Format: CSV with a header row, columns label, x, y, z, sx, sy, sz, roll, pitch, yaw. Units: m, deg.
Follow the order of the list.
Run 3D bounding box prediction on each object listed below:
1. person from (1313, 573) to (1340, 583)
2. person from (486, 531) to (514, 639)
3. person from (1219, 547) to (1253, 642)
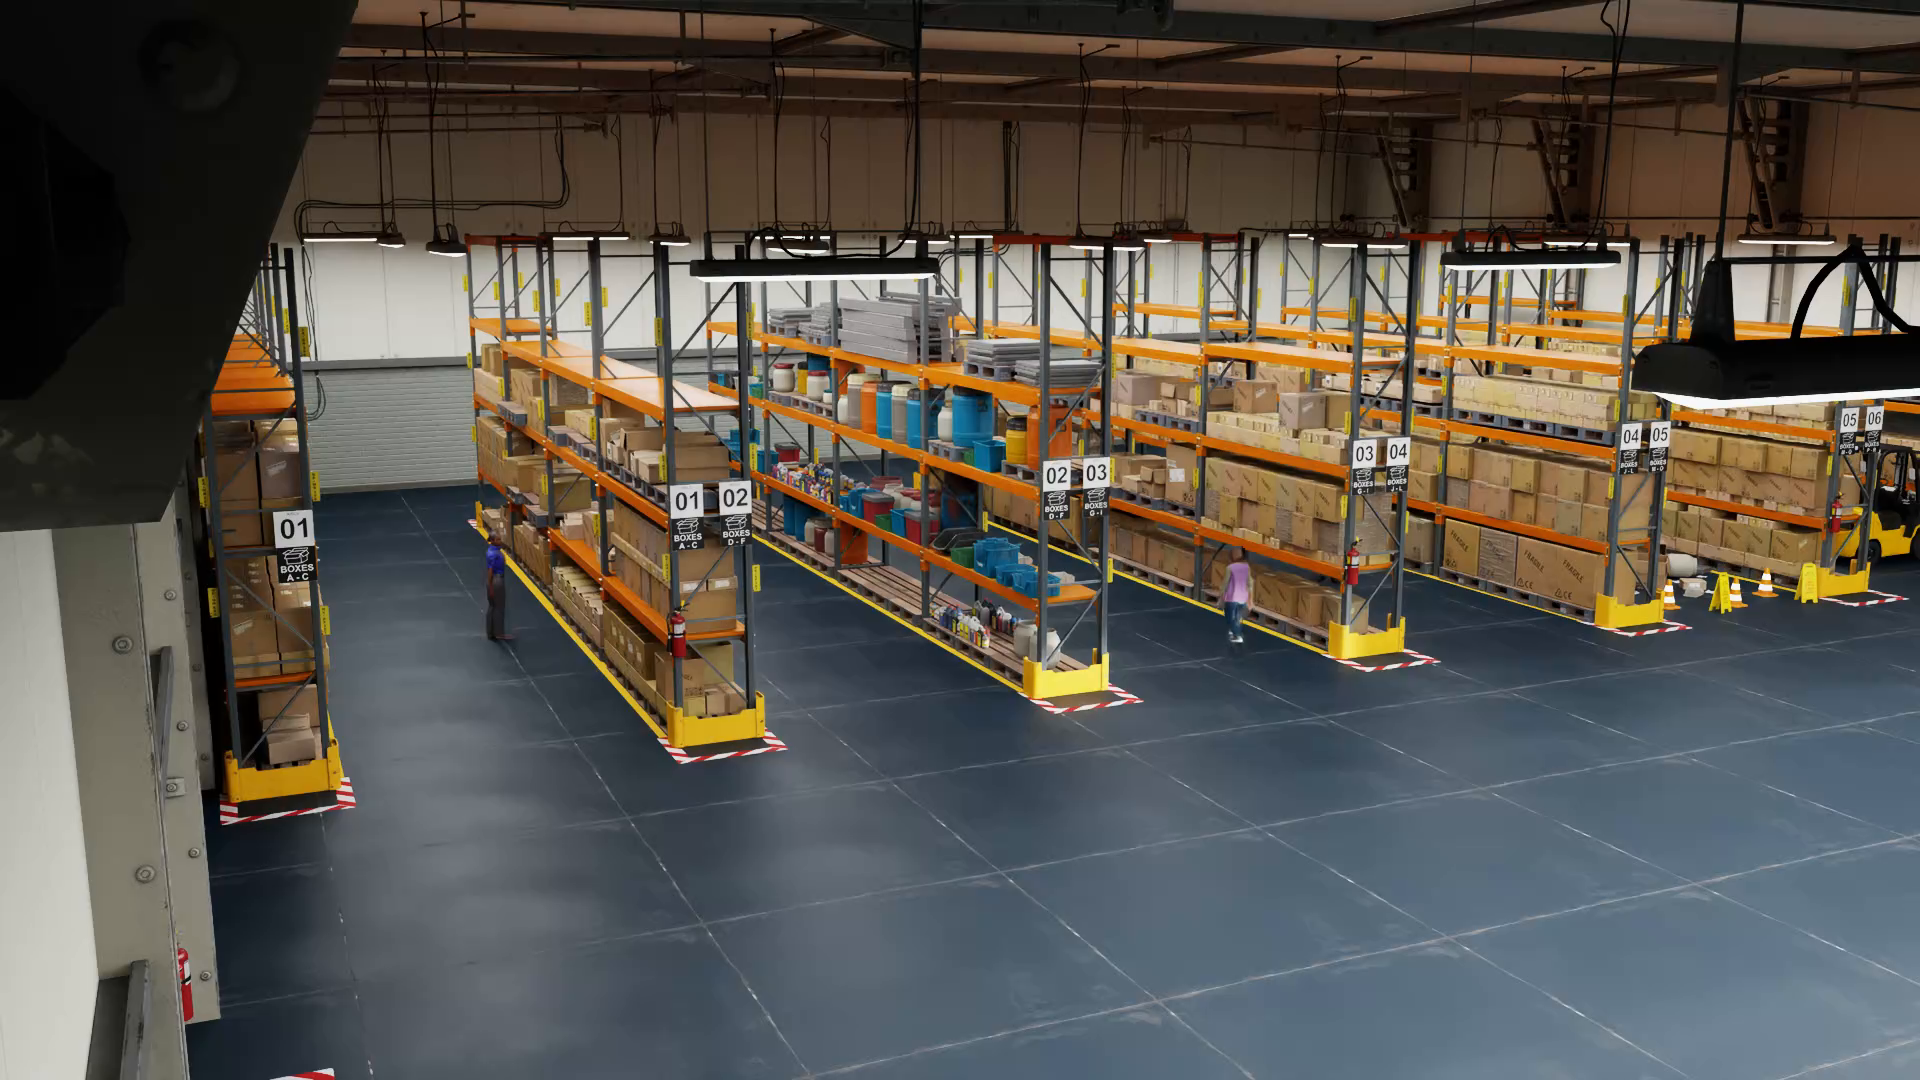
label,x,y,z,sx,sy,sz,roll,pitch,yaw
person,6.495,-0.093,29.164,0.628,1.742,0.442,5,12,26
person,-7.058,0.682,25.326,0.392,1.664,0.451,-6,12,-27
person,4.003,0.777,24.166,0.452,1.376,0.741,-2,11,-10
